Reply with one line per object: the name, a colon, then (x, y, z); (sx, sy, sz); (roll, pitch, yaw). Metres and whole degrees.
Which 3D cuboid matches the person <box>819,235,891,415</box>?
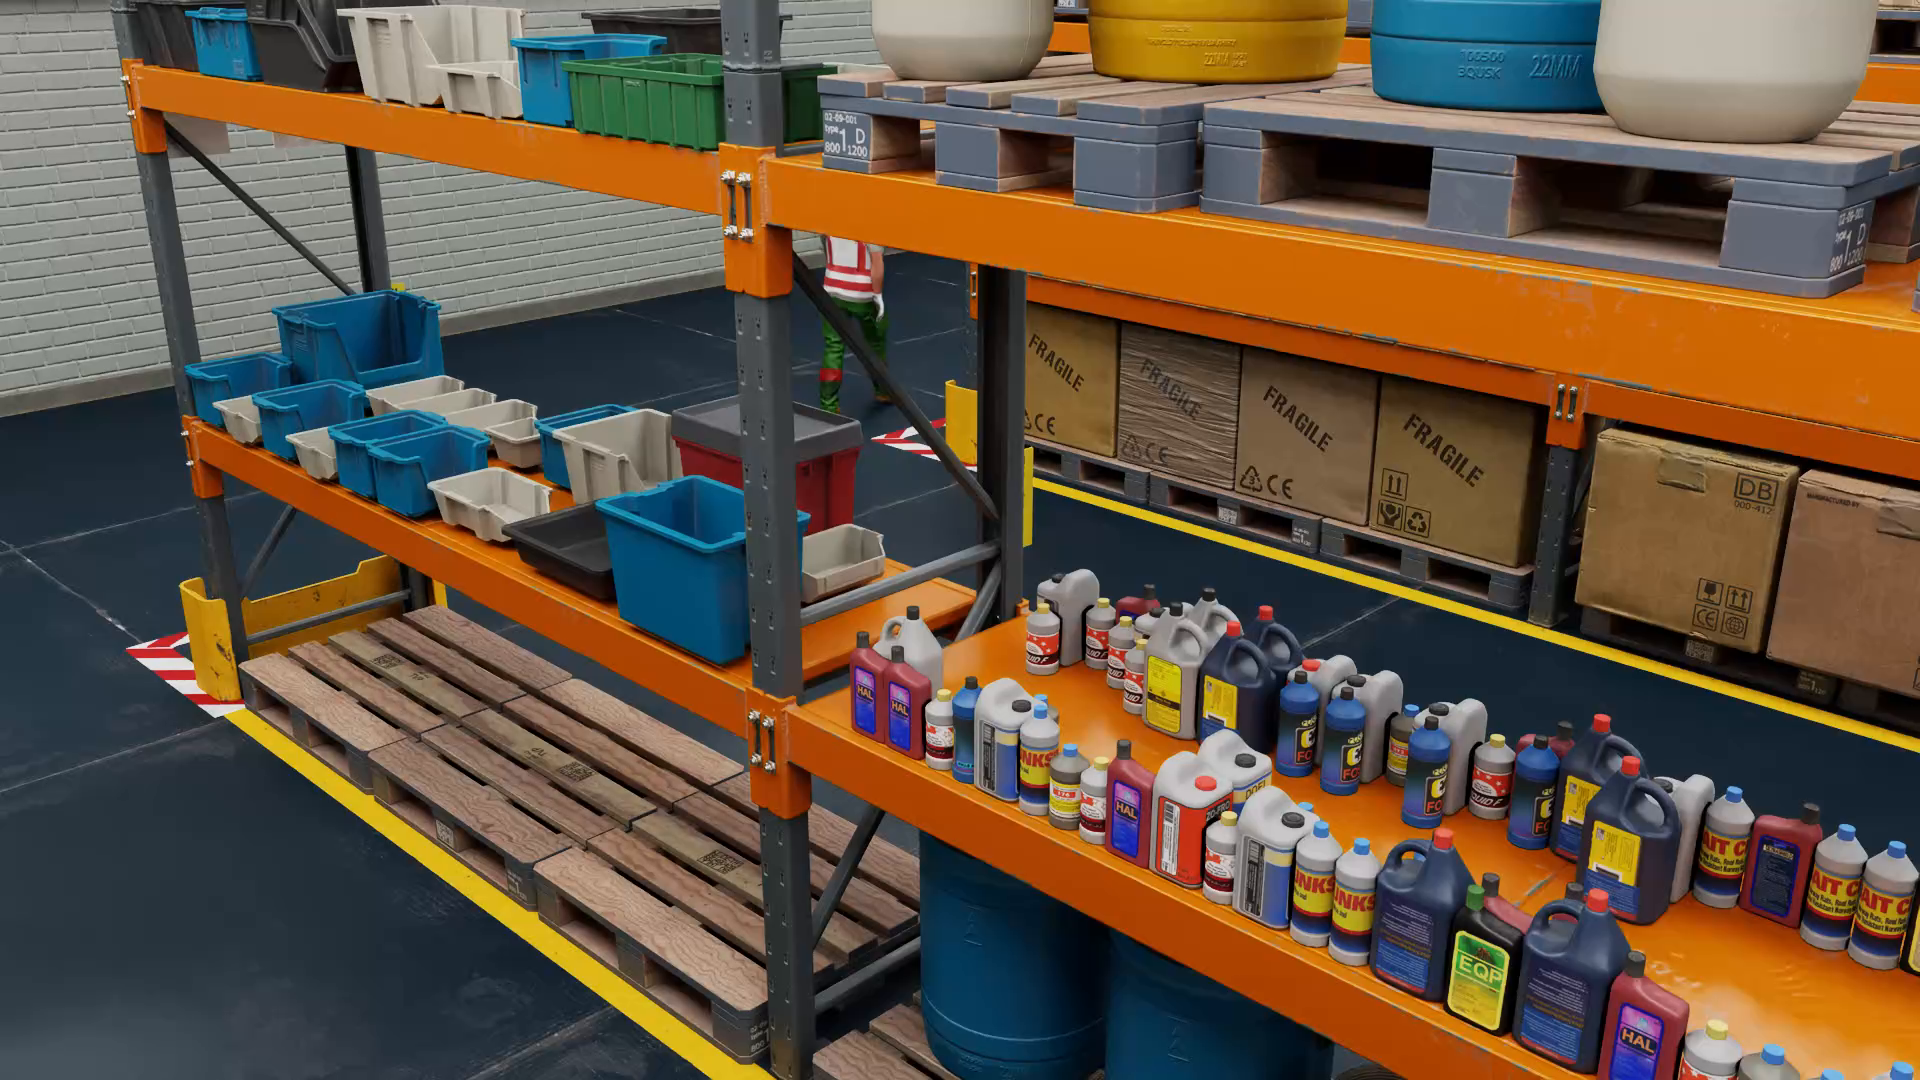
person: (-0.713, -1.755, 11.768); (0.549, 1.758, 0.956); (8, 22, 20)
